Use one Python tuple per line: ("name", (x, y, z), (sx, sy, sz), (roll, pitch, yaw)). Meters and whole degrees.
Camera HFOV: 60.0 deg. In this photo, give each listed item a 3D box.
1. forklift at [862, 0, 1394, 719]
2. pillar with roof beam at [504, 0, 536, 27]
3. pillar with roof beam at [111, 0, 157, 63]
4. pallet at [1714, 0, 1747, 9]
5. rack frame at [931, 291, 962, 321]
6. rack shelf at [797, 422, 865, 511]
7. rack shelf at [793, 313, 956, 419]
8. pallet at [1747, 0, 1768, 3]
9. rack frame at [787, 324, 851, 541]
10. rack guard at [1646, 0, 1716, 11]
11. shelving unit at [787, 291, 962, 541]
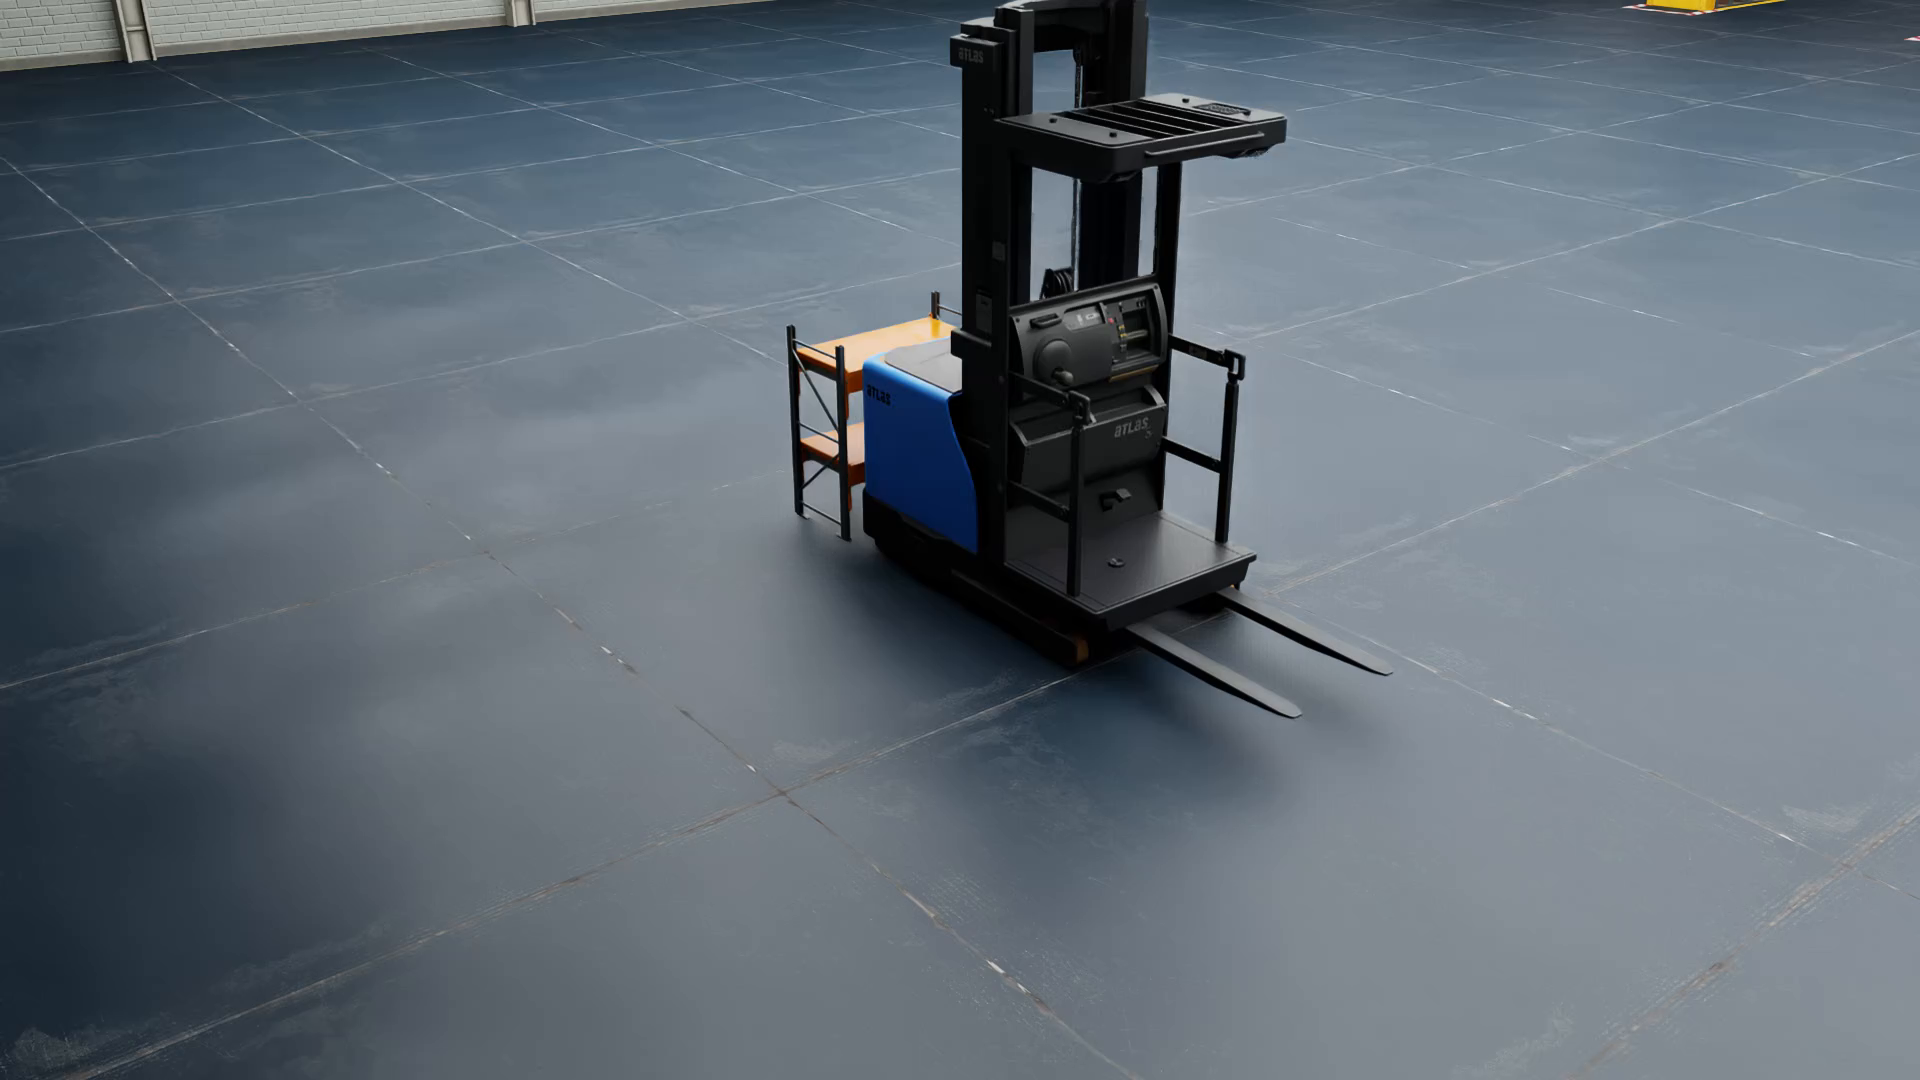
("forklift", (0.763, -0.959, 7.834), (1.130, 2.935, 3.031), (-18, 30, -34))
("pillar with roof beam", (-4.691, -11.281, 22.868), (0.400, 9.000, 9.100), (-18, 31, -34))
("pillar with roof beam", (-9.412, -9.723, 19.510), (0.400, 9.000, 9.100), (-18, 31, -34))
("pallet", (13.587, -9.891, 30.312), (1.213, 0.211, 1.003), (-18, 31, -34))
("rack frame", (0.004, -0.862, 9.771), (0.032, 1.125, 0.500), (-19, 31, -35))
("rack shelf", (-0.388, -0.504, 9.581), (1.000, 0.278, 0.538), (-19, 31, -35))
("rack shelf", (-0.388, -0.991, 9.355), (1.000, 0.278, 0.538), (-19, 31, -35))
("pallet", (14.546, -10.206, 30.991), (1.213, 0.211, 1.003), (-18, 31, -34))
("rack frame", (-0.780, -0.590, 9.184), (0.032, 1.125, 0.500), (-19, 31, -35))
("rack guard", (12.944, -9.813, 29.800), (0.348, 0.500, 1.175), (-18, 31, -34))
("shelving unit", (-0.388, -0.726, 9.478), (1.048, 1.125, 0.538), (-19, 31, -35))
